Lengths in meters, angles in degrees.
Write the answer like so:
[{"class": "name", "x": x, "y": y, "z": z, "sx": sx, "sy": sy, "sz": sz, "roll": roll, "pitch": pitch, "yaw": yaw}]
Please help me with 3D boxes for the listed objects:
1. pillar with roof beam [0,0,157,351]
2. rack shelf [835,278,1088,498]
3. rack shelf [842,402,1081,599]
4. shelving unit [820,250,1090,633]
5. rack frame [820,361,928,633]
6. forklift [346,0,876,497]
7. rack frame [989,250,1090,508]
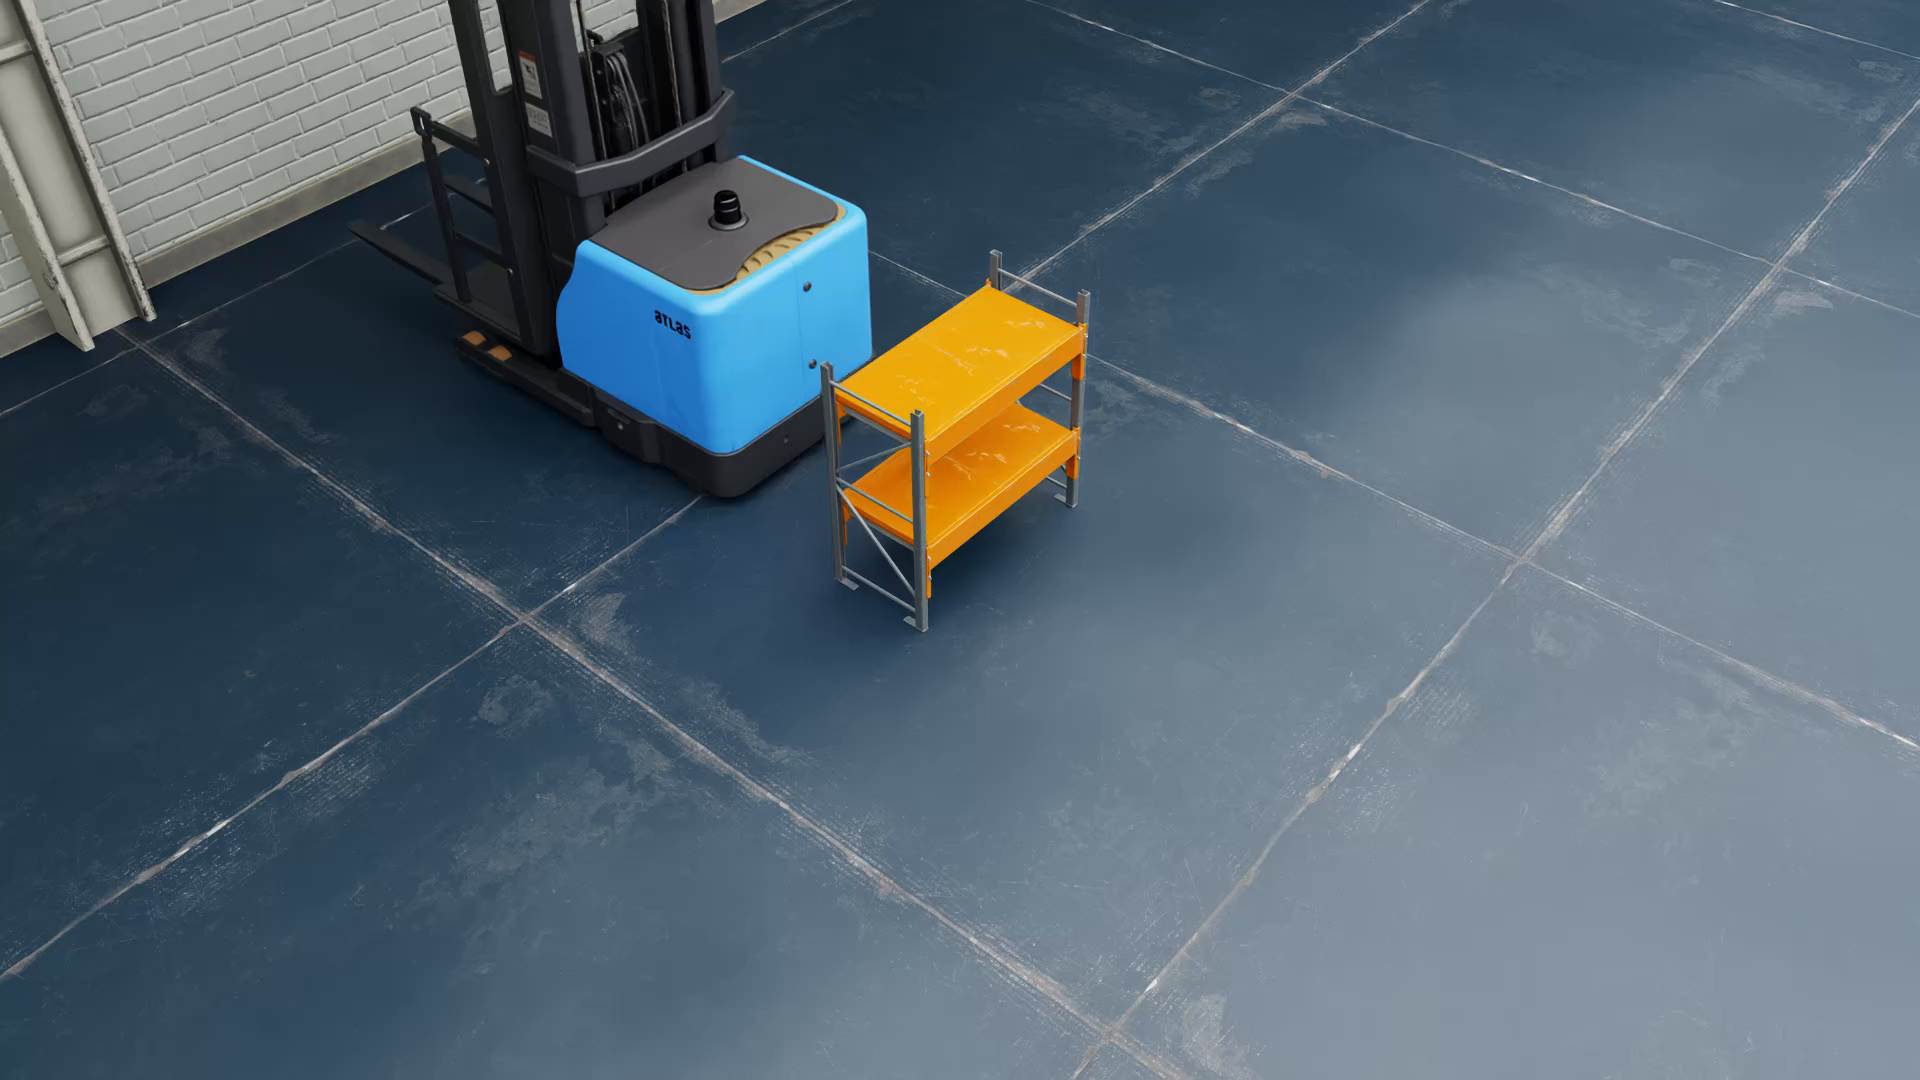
[{"class": "pillar with roof beam", "x": -1.053, "y": -2.570, "z": 3.388, "sx": 9.100, "sy": 9.000, "sz": 0.400, "roll": 29, "pitch": 50, "yaw": 28}, {"class": "rack shelf", "x": -0.004, "y": -0.629, "z": 6.671, "sx": 0.538, "sy": 0.278, "sz": 1.000, "roll": 29, "pitch": 50, "yaw": 28}, {"class": "rack shelf", "x": -0.004, "y": -0.232, "z": 7.032, "sx": 0.538, "sy": 0.278, "sz": 1.000, "roll": 29, "pitch": 50, "yaw": 28}, {"class": "shelving unit", "x": -0.004, "y": -0.413, "z": 6.868, "sx": 0.538, "sy": 1.125, "sz": 1.048, "roll": 29, "pitch": 50, "yaw": 28}, {"class": "rack frame", "x": -0.332, "y": -0.151, "z": 6.580, "sx": 0.500, "sy": 1.125, "sz": 0.032, "roll": 29, "pitch": 50, "yaw": 28}, {"class": "forklift", "x": -1.852, "y": -2.108, "z": 7.390, "sx": 3.031, "sy": 2.935, "sz": 1.130, "roll": 29, "pitch": 50, "yaw": 28}, {"class": "rack frame", "x": 0.323, "y": -0.674, "z": 7.156, "sx": 0.500, "sy": 1.125, "sz": 0.032, "roll": 29, "pitch": 50, "yaw": 28}]
